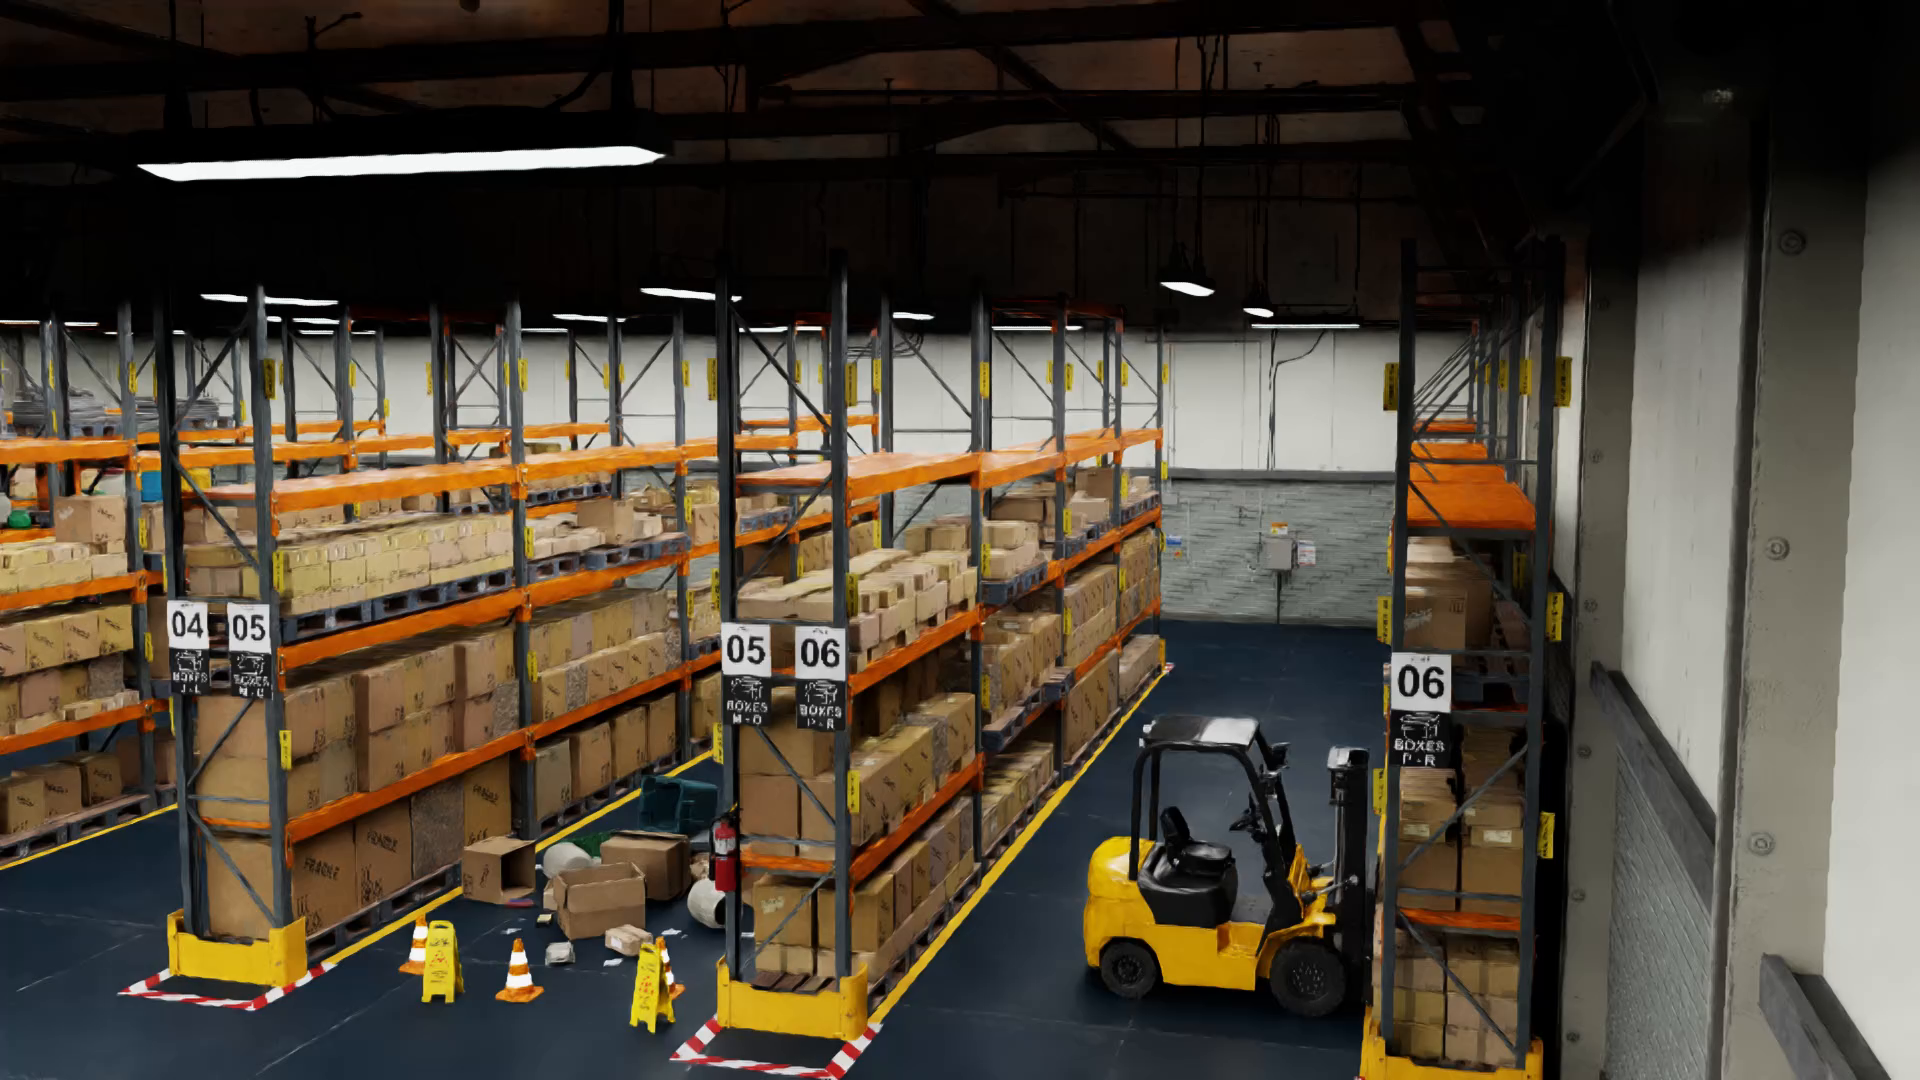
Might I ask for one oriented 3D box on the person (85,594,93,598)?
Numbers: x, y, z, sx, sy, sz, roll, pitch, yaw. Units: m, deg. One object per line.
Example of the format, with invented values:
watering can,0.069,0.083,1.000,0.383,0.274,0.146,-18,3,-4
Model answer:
person,-19.622,0.521,36.852,0.651,1.523,0.470,-4,7,-30
